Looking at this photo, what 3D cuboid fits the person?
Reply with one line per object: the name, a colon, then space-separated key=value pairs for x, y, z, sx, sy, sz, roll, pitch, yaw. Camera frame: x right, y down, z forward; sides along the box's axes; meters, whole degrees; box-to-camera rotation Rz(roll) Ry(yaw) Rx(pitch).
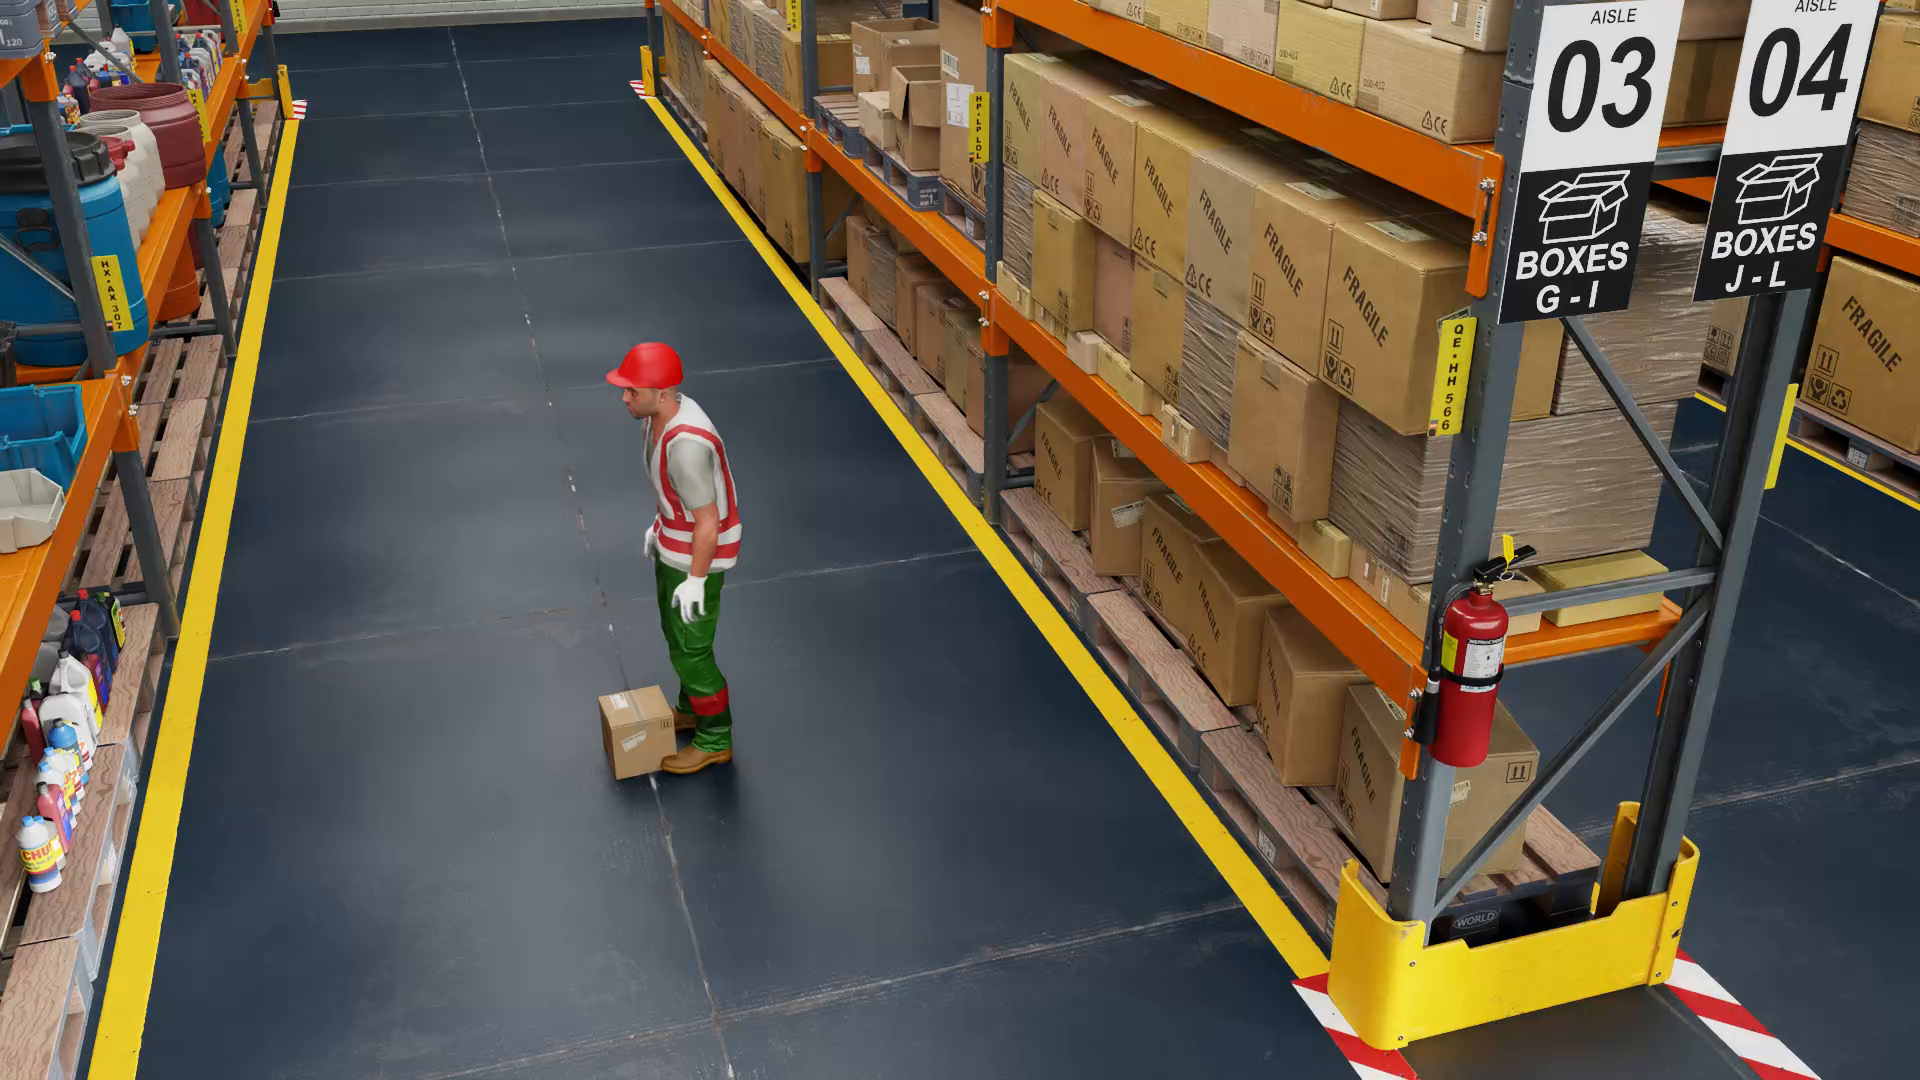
person: x=-1.084 y=0.068 z=6.457 sx=0.446 sy=1.780 sz=0.620 roll=-10 pitch=28 yaw=-19
